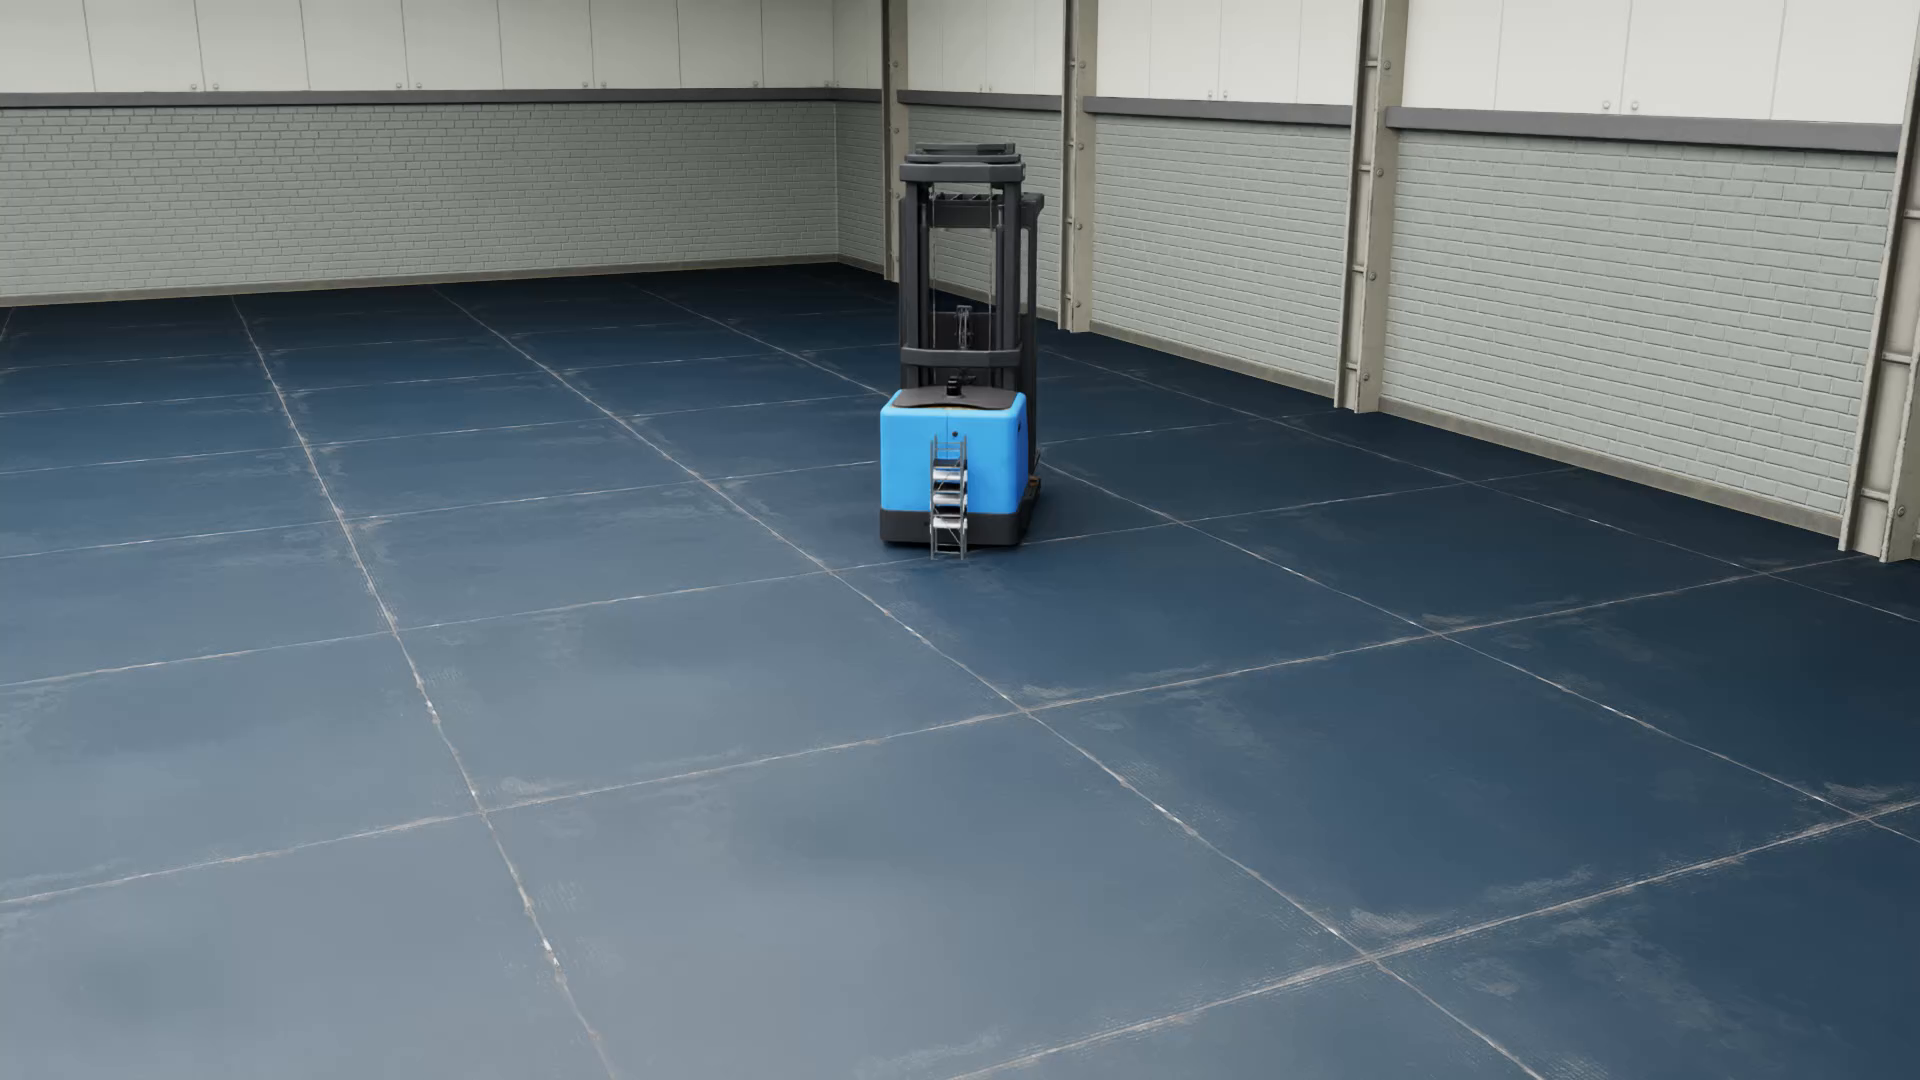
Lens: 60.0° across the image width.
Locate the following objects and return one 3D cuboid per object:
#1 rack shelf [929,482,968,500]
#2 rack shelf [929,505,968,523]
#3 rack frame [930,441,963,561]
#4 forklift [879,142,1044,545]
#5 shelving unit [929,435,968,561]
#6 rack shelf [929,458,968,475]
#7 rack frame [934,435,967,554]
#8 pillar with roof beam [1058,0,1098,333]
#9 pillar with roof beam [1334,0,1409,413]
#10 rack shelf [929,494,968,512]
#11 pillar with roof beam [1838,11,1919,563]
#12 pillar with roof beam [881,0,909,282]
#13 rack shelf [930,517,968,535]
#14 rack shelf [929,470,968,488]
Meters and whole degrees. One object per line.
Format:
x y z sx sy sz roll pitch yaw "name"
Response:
-0.083 -0.362 12.175 0.258 0.077 0.200 2 16 7 "rack shelf"
-0.083 -0.189 12.225 0.258 0.077 0.200 2 16 7 "rack shelf"
-0.096 -0.280 12.094 0.240 0.900 0.006 2 16 7 "rack frame"
0.092 -1.729 13.462 1.130 2.935 3.031 2 16 7 "forklift"
-0.083 -0.308 12.191 0.258 0.900 0.210 2 16 7 "shelving unit"
-0.083 -0.535 12.126 0.258 0.077 0.200 2 16 7 "rack shelf"
-0.070 -0.335 12.288 0.240 0.900 0.006 2 16 7 "rack frame"
-2.300 -6.682 19.720 9.100 9.000 0.400 -8 18 -25 "pillar with roof beam"
0.328 -5.194 14.535 9.100 9.000 0.400 -8 18 -25 "pillar with roof beam"
-0.083 -0.276 12.200 0.258 0.077 0.200 2 16 7 "rack shelf"
2.957 -3.706 9.351 9.100 9.000 0.400 -8 18 -25 "pillar with roof beam"
-4.929 -8.169 24.904 9.100 9.000 0.400 -8 18 -25 "pillar with roof beam"
-0.083 -0.103 12.250 0.258 0.077 0.200 2 16 7 "rack shelf"
-0.083 -0.449 12.151 0.258 0.077 0.200 2 16 7 "rack shelf"
